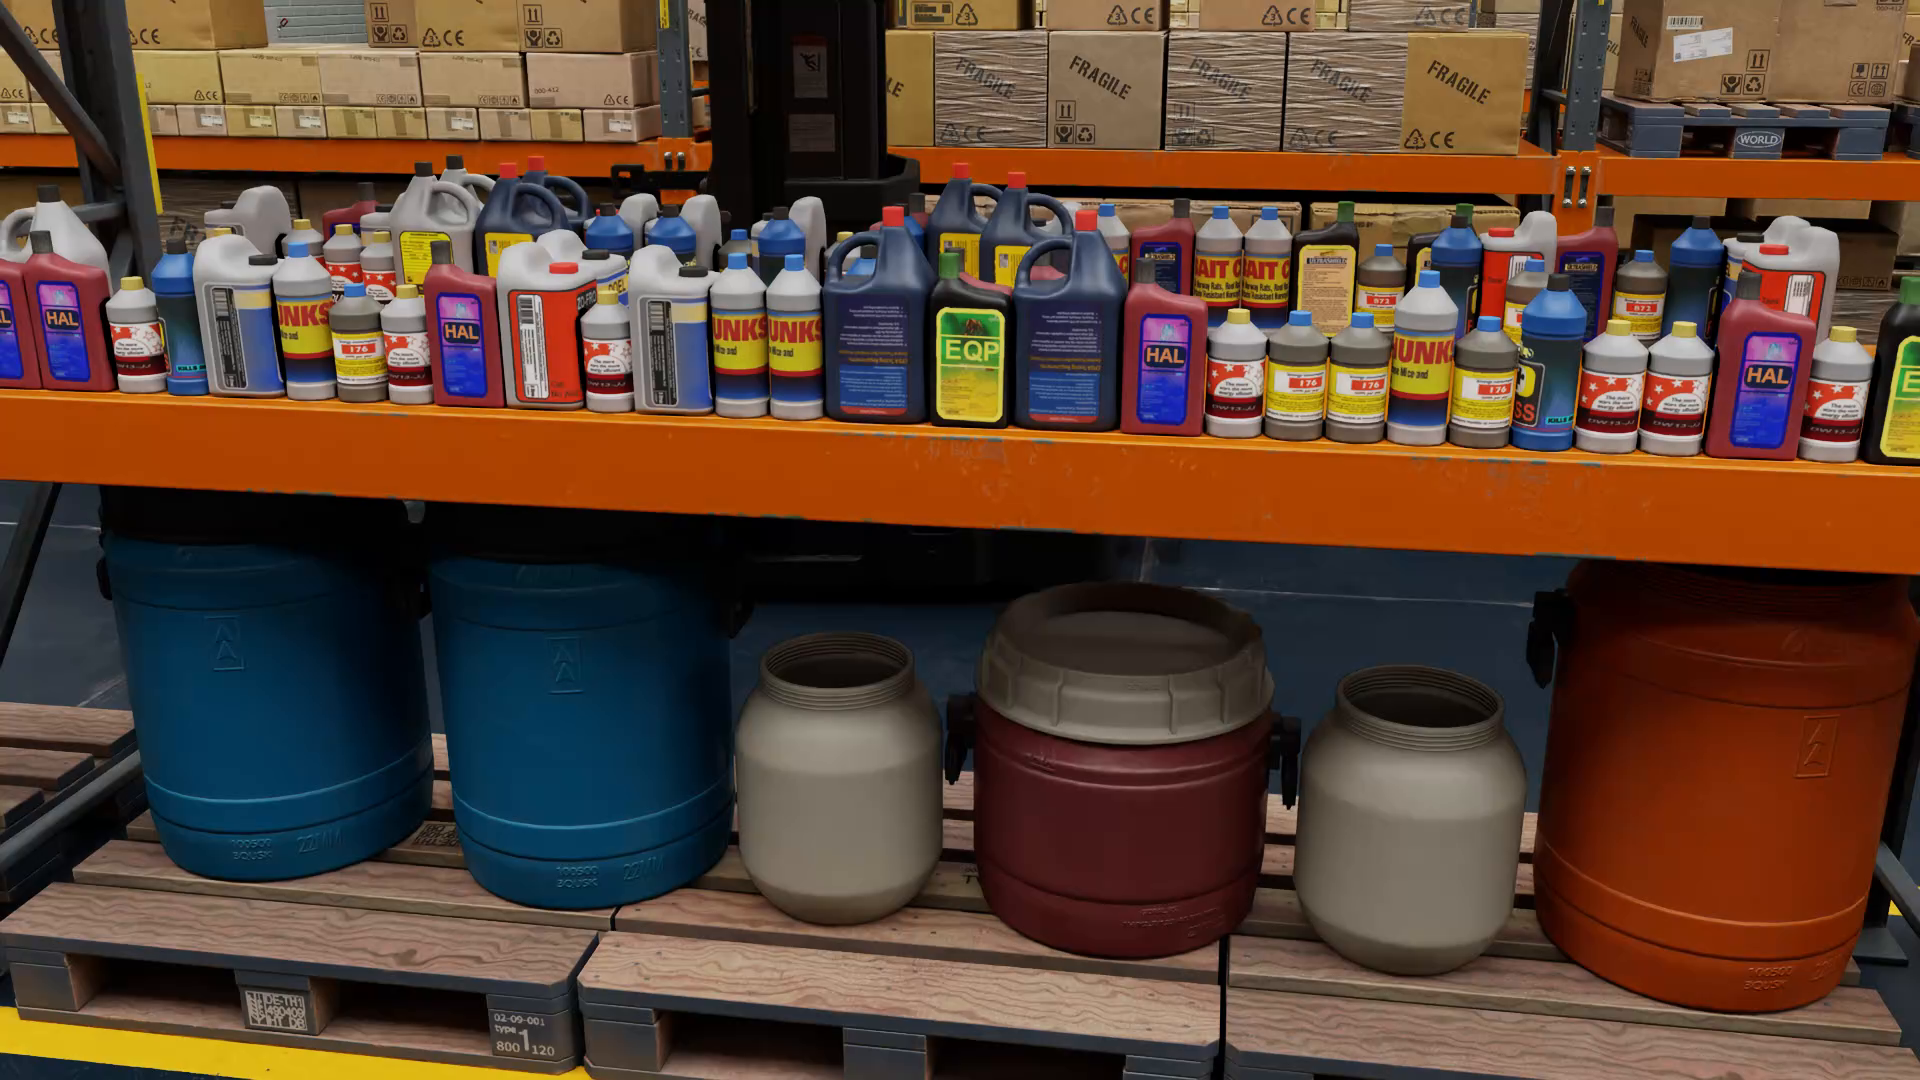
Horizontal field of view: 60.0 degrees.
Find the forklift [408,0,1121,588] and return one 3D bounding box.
[{"bbox_3d":[-0.974,-1.338,5.684,3.031,2.935,1.130,-1,19,-2],"label":"forklift"}]

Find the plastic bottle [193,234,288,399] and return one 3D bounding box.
[{"bbox_3d":[-1.264,-0.405,2.982,0.135,0.276,0.152,3,19,9],"label":"plastic bottle"}]

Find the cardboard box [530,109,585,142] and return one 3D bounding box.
[{"bbox_3d":[-1.844,-1.983,7.898,0.250,0.149,0.380,3,19,10],"label":"cardboard box"}]

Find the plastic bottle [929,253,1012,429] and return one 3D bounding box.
[{"bbox_3d":[0.018,-0.328,2.741,0.133,0.283,0.061,3,19,9],"label":"plastic bottle"}]

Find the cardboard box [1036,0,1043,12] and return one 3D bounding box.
[{"bbox_3d":[0.495,-3.898,12.021,0.250,0.149,0.380,3,19,9],"label":"cardboard box"}]

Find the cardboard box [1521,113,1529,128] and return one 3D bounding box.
[{"bbox_3d":[6.993,-5.608,21.418,0.625,0.625,0.875,2,19,6],"label":"cardboard box"}]

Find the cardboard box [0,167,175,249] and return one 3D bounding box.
[{"bbox_3d":[-4.541,-1.562,8.932,0.875,0.875,0.875,3,19,9],"label":"cardboard box"}]

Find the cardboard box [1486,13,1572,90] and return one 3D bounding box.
[{"bbox_3d":[4.000,-3.464,11.772,0.500,0.500,0.500,3,19,9],"label":"cardboard box"}]

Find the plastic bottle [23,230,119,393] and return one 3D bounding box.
[{"bbox_3d":[-1.596,-0.411,2.987,0.133,0.283,0.061,3,19,9],"label":"plastic bottle"}]

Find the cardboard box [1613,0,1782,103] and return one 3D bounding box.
[{"bbox_3d":[3.253,-2.207,7.353,0.500,0.500,0.500,1,19,2],"label":"cardboard box"}]

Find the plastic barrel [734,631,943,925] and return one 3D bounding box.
[{"bbox_3d":[-0.245,0.481,3.398,0.421,0.512,0.421,0,18,0],"label":"plastic barrel"}]

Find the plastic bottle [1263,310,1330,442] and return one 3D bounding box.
[{"bbox_3d":[0.545,-0.269,2.692,0.097,0.201,0.097,0,18,0],"label":"plastic bottle"}]

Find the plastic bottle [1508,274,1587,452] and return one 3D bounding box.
[{"bbox_3d":[0.929,-0.282,2.622,0.097,0.271,0.097,0,18,0],"label":"plastic bottle"}]

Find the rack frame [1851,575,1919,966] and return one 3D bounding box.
[{"bbox_3d":[1.927,-0.424,2.842,0.127,3.000,1.000,3,19,9],"label":"rack frame"}]

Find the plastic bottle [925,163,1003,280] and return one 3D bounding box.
[{"bbox_3d":[0.025,-0.602,3.453,0.185,0.351,0.144,3,19,9],"label":"plastic bottle"}]

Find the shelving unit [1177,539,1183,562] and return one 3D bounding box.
[{"bbox_3d":[0.722,-0.462,6.008,0.252,1.050,0.215,7,19,9],"label":"shelving unit"}]

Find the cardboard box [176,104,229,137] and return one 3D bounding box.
[{"bbox_3d":[-3.618,-2.074,8.169,0.250,0.149,0.380,3,19,8],"label":"cardboard box"}]

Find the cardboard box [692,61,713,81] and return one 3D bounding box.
[{"bbox_3d":[-1.961,-3.613,12.769,0.250,0.149,0.380,3,19,8],"label":"cardboard box"}]

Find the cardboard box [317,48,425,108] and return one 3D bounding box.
[{"bbox_3d":[-2.729,-2.237,8.030,0.500,0.250,0.500,3,19,10],"label":"cardboard box"}]

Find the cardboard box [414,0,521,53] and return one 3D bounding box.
[{"bbox_3d":[-2.227,-2.568,7.836,0.500,0.500,0.500,3,19,9],"label":"cardboard box"}]

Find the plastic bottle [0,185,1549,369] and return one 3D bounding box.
[{"bbox_3d":[-0.320,-0.491,3.120,2.872,0.351,0.643,3,19,9],"label":"plastic bottle"}]

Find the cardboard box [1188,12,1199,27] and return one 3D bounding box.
[{"bbox_3d":[1.766,-3.692,11.874,0.250,0.149,0.380,3,19,10],"label":"cardboard box"}]

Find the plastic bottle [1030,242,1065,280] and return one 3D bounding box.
[{"bbox_3d":[0.172,-0.367,2.856,0.133,0.283,0.061,3,19,9],"label":"plastic bottle"}]

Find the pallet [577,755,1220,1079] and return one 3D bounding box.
[{"bbox_3d":[-0.059,0.810,3.549,1.213,0.211,1.003,3,19,9],"label":"pallet"}]

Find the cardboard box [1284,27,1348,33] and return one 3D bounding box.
[{"bbox_3d":[1.767,-2.158,7.867,0.500,0.500,0.500,2,19,7],"label":"cardboard box"}]

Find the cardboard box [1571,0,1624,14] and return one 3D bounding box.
[{"bbox_3d":[4.541,-3.995,11.782,0.500,0.500,0.700,3,19,8],"label":"cardboard box"}]

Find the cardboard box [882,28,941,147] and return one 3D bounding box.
[{"bbox_3d":[-0.325,-2.097,7.687,0.500,0.500,0.500,3,19,9],"label":"cardboard box"}]

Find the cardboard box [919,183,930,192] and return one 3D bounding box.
[{"bbox_3d":[-0.601,-1.342,8.274,0.875,0.875,1.225,3,19,9],"label":"cardboard box"}]

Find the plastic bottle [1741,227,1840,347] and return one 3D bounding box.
[{"bbox_3d":[1.527,-0.440,3.087,0.135,0.276,0.152,3,19,9],"label":"plastic bottle"}]

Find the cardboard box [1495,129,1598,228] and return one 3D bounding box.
[{"bbox_3d":[4.187,-2.597,12.223,0.750,0.750,1.050,3,19,8],"label":"cardboard box"}]

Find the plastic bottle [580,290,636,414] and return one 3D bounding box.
[{"bbox_3d":[-0.601,-0.327,2.866,0.097,0.201,0.097,0,18,0],"label":"plastic bottle"}]

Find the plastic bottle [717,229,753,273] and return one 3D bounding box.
[{"bbox_3d":[-0.471,-0.564,3.575,0.097,0.201,0.097,0,18,0],"label":"plastic bottle"}]

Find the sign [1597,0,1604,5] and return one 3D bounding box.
[{"bbox_3d":[2.628,-2.350,6.775,0.005,0.325,0.100,3,19,9],"label":"sign"}]

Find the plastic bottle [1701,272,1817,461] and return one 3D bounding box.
[{"bbox_3d":[1.233,-0.267,2.556,0.133,0.283,0.061,3,19,9],"label":"plastic bottle"}]

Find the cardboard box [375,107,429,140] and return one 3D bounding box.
[{"bbox_3d":[-2.606,-2.022,8.014,0.250,0.149,0.380,3,19,10],"label":"cardboard box"}]

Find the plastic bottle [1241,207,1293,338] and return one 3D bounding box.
[{"bbox_3d":[0.625,-0.542,3.397,0.097,0.271,0.097,0,18,0],"label":"plastic bottle"}]

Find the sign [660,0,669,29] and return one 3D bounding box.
[{"bbox_3d":[-1.323,-2.451,7.411,0.005,0.325,0.100,3,19,9],"label":"sign"}]

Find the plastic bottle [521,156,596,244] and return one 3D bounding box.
[{"bbox_3d":[-0.880,-0.648,3.591,0.185,0.351,0.144,3,19,9],"label":"plastic bottle"}]

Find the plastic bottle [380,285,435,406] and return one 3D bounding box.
[{"bbox_3d":[-0.962,-0.345,2.921,0.097,0.201,0.097,0,18,0],"label":"plastic bottle"}]

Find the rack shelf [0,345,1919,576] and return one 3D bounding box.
[{"bbox_3d":[-0.047,-0.183,3.257,4.000,0.370,1.077,3,19,9],"label":"rack shelf"}]

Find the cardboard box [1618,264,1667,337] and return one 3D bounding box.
[{"bbox_3d":[3.378,-0.971,7.724,0.500,0.500,0.700,2,19,6],"label":"cardboard box"}]

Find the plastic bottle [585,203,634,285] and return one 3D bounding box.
[{"bbox_3d":[-0.724,-0.561,3.457,0.097,0.271,0.097,0,18,0],"label":"plastic bottle"}]
